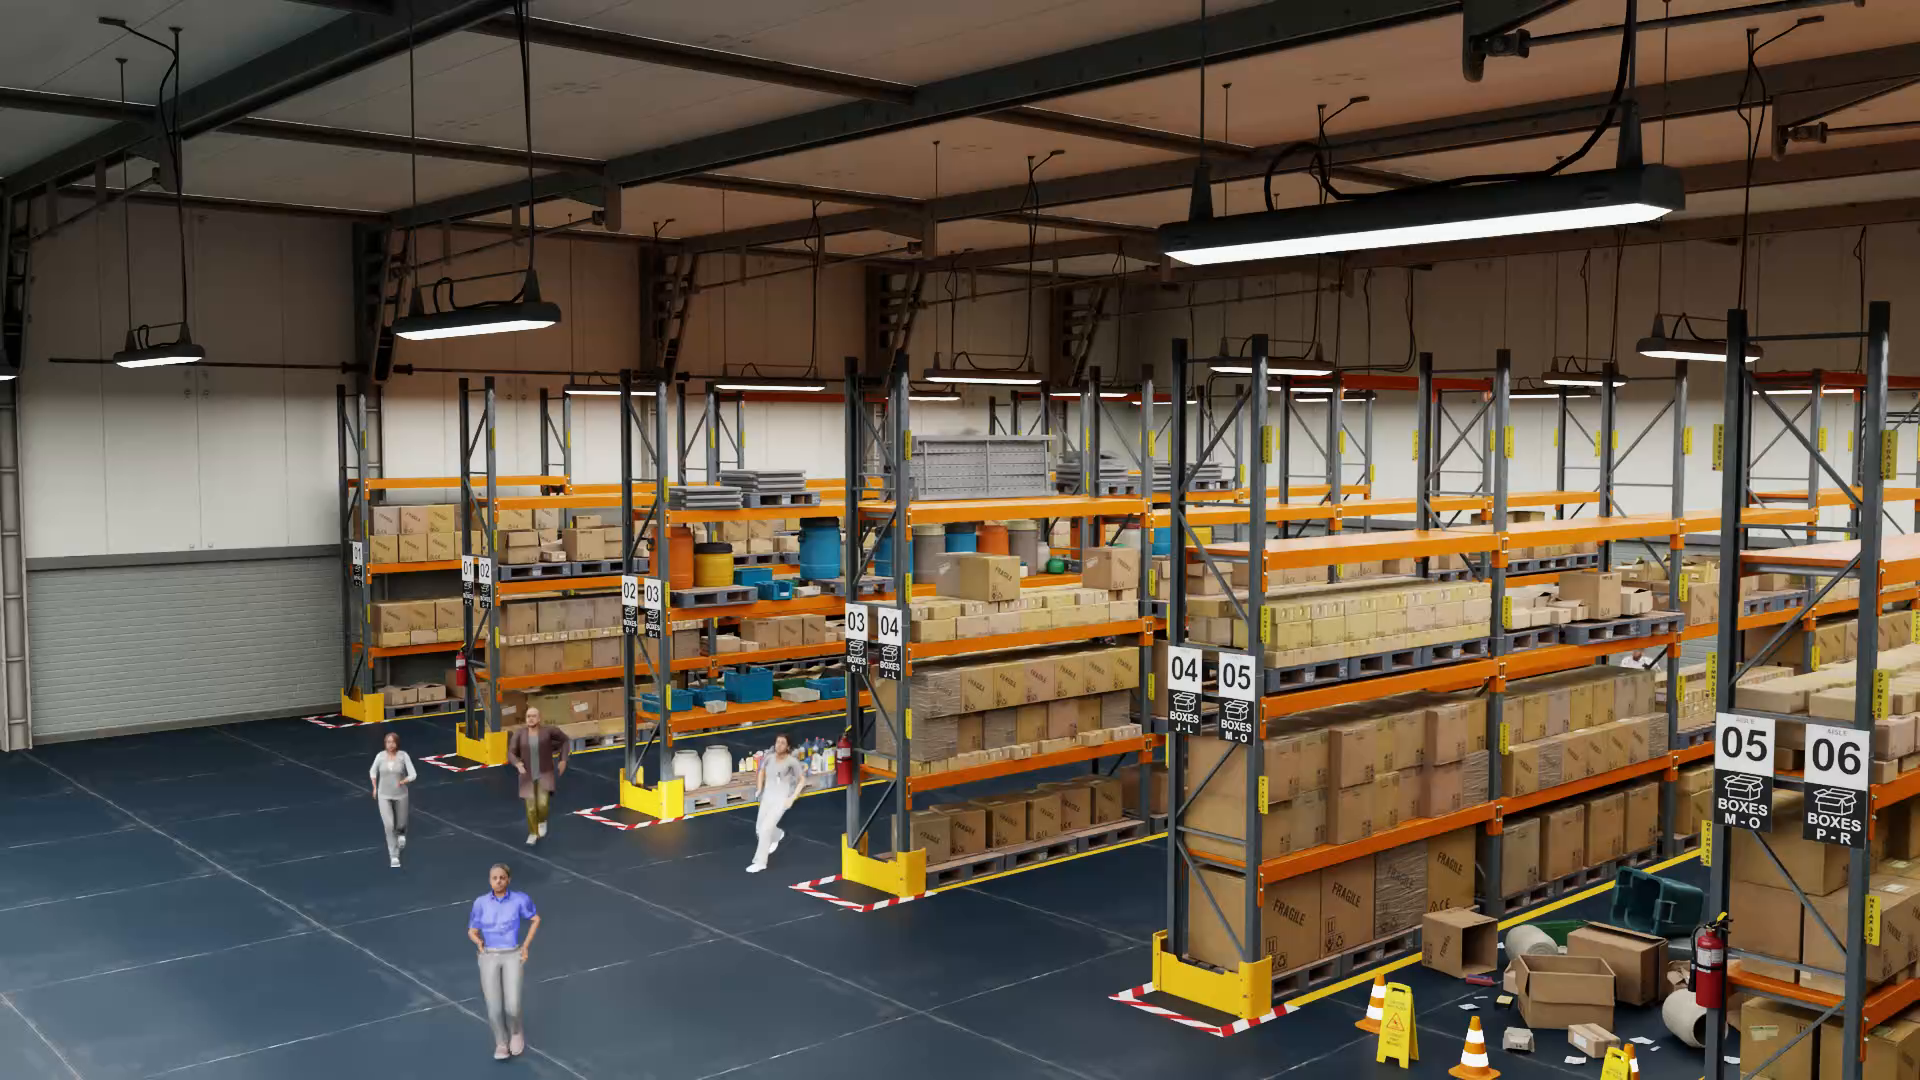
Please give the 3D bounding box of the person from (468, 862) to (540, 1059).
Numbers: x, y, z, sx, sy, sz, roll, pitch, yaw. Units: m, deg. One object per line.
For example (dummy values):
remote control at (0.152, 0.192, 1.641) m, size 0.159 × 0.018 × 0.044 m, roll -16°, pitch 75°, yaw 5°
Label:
person at (-3.732, 3.455, 13.558) m, size 0.564 × 1.614 × 0.559 m, roll -1°, pitch 4°, yaw -8°

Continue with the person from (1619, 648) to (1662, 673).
person at (11.017, 2.519, 27.103) m, size 0.638 × 1.775 × 0.678 m, roll 4°, pitch 5°, yaw 43°

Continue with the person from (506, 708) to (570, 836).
person at (-5.243, 3.005, 20.636) m, size 0.743 × 1.464 × 0.743 m, roll 0°, pitch 4°, yaw -5°

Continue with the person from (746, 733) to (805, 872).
person at (-2.132, 3.070, 19.596) m, size 0.614 × 1.609 × 0.722 m, roll 2°, pitch 4°, yaw 24°

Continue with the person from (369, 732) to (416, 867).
person at (-6.774, 3.072, 19.874) m, size 0.538 × 1.561 × 0.736 m, roll -1°, pitch 4°, yaw -15°
